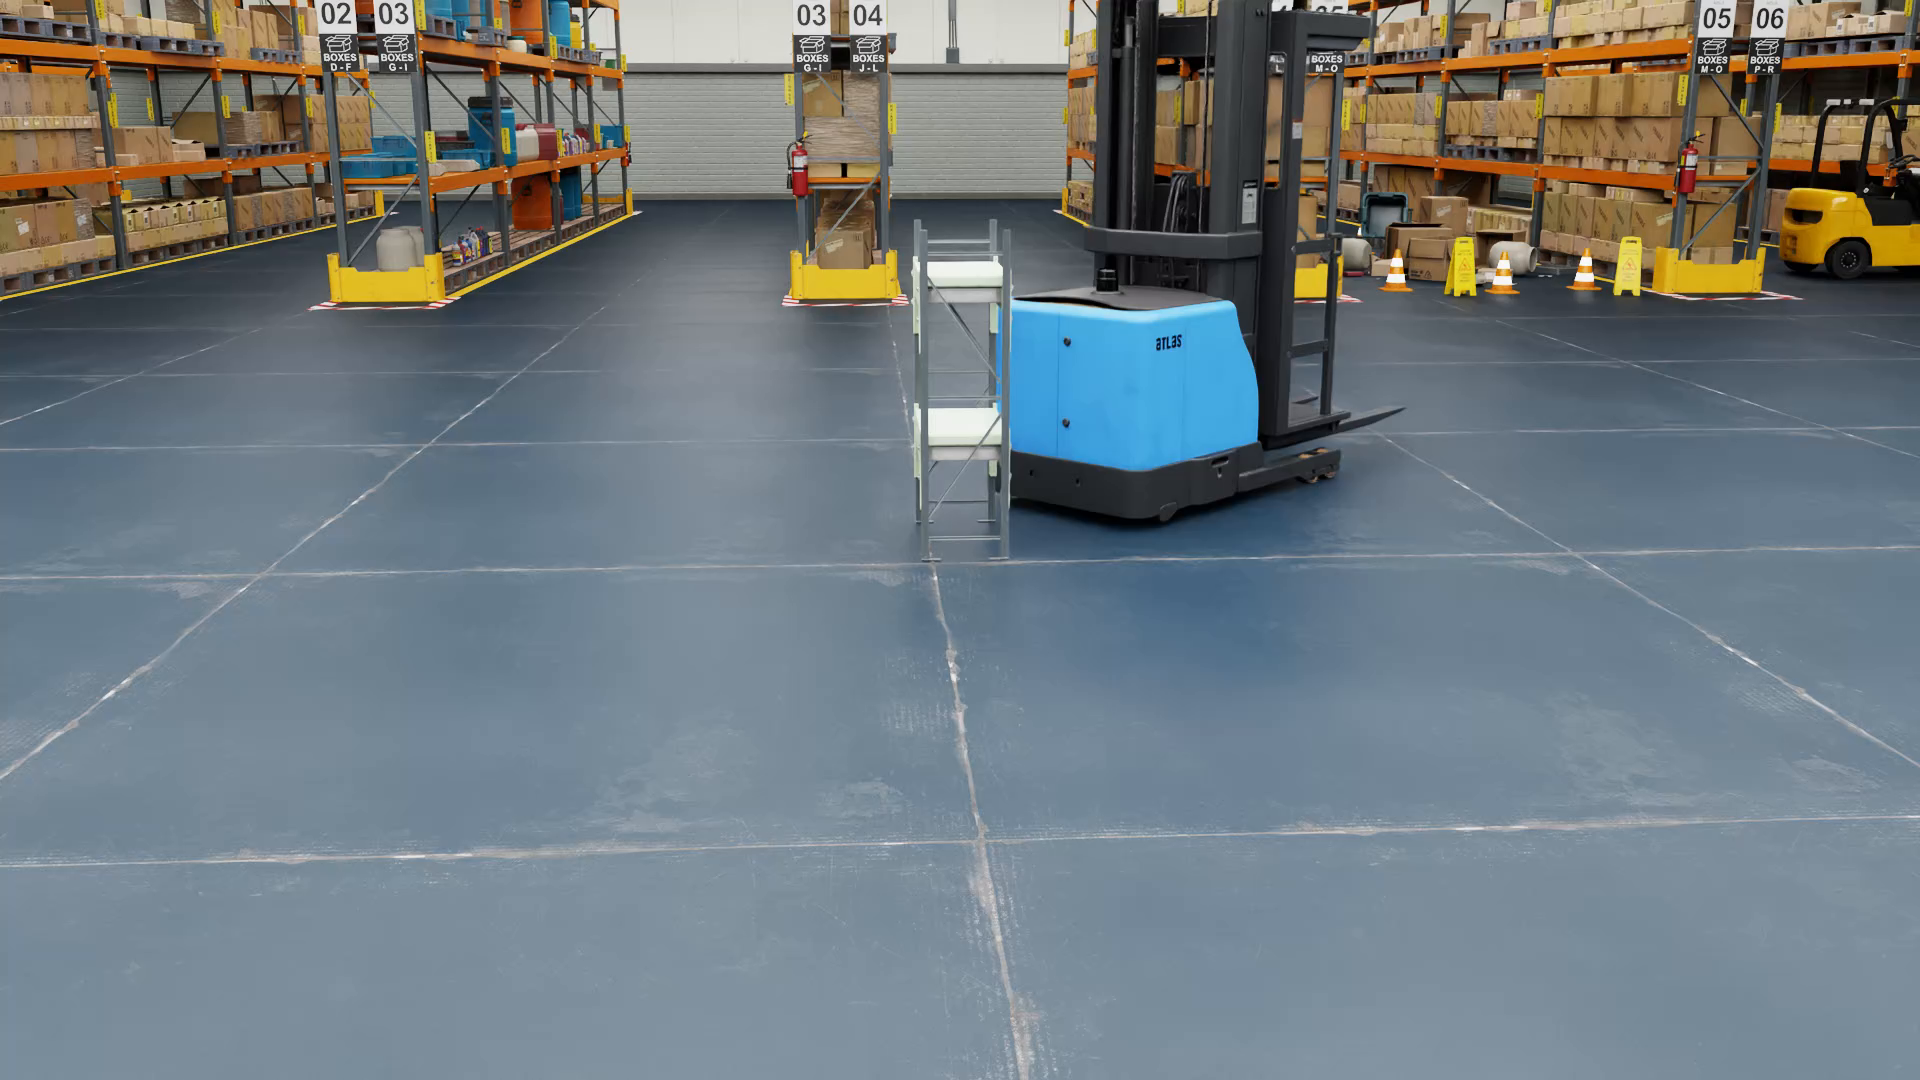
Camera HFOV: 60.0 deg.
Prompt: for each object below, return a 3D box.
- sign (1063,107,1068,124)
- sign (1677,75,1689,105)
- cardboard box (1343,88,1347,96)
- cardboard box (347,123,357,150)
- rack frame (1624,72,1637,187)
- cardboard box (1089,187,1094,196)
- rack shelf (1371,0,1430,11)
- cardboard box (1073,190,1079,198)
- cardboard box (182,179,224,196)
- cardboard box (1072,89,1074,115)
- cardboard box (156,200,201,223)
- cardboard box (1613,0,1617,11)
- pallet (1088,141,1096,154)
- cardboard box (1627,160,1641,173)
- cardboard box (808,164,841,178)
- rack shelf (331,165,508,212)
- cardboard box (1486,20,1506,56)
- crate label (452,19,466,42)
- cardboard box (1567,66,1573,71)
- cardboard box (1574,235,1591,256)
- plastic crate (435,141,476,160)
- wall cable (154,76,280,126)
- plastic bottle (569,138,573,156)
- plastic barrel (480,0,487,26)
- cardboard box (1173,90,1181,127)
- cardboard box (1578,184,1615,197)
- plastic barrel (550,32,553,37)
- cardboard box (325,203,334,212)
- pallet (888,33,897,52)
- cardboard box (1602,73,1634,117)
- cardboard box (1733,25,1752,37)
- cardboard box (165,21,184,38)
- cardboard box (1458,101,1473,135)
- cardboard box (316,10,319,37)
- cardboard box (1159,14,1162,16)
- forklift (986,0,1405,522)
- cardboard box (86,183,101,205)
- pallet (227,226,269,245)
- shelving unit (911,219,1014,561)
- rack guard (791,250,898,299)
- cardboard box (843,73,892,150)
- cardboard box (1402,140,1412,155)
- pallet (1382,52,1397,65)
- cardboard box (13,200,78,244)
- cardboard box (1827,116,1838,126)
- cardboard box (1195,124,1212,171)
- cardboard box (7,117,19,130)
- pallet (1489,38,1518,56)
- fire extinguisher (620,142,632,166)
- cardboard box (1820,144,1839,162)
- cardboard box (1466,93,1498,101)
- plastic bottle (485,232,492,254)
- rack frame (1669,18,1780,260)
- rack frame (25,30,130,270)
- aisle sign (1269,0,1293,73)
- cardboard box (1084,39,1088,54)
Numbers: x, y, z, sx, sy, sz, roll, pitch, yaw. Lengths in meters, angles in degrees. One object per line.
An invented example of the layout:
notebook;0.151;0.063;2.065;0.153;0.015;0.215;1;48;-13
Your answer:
sign;2.141;-8.591;33.658;0.100;0.325;0.005;-1;14;-3
sign;8.053;-5.012;18.530;0.100;0.325;0.005;-1;14;-3
cardboard box;7.512;-8.524;31.627;0.380;0.149;0.250;-1;14;-5
cardboard box;-11.801;-7.665;31.595;0.500;0.500;0.500;-1;14;-3
rack frame;12.819;-7.364;30.628;1.000;3.000;0.127;-1;14;-3
cardboard box;2.593;-6.443;30.734;0.380;0.149;0.250;-1;14;-3
rack shelf;7.989;-9.153;27.786;1.077;0.370;4.000;-1;14;-3
cardboard box;2.430;-6.818;32.789;0.380;0.149;0.250;0;14;-2
cardboard box;-11.966;-5.595;26.382;0.500;0.250;0.500;0;14;-1
cardboard box;2.483;-8.615;32.687;0.500;0.500;0.500;0;14;-2
cardboard box;-11.321;-4.749;24.014;0.500;0.311;0.500;-1;14;-4
cardboard box;8.233;-6.546;20.330;0.380;0.149;0.250;-1;14;-2
pallet;2.833;-6.900;29.209;1.003;0.211;1.213;-1;14;-3
cardboard box;8.204;-4.459;19.842;0.380;0.149;0.250;-1;14;-2
cardboard box;-1.507;-4.095;18.427;0.380;0.149;0.250;-1;14;-3
rack shelf;-6.350;-4.222;19.859;1.077;0.370;4.000;-1;14;-3
cardboard box;8.235;-7.416;24.601;0.797;0.503;0.637;-1;14;-3
crate label;-6.013;-5.924;19.310;0.502;0.251;0.408;-1;14;-3
cardboard box;12.312;-9.415;33.082;0.380;0.149;0.250;-1;14;-2
cardboard box;8.207;-3.753;21.270;0.500;0.250;0.500;-1;14;-4
plastic crate;-6.569;-4.905;21.196;0.767;0.338;0.504;-1;14;-3
wall cable;-17.099;-10.713;37.835;3.097;2.526;0.112;-1;14;-3
plastic bottle;-6.486;-6.543;27.672;0.061;0.283;0.133;-1;14;-3
plastic barrel;-6.803;-7.211;23.009;0.600;0.901;0.708;-1;14;-3
cardboard box;3.356;-5.979;23.039;0.700;0.500;0.500;-1;14;-4
cardboard box;8.128;-4.468;21.242;0.380;0.149;0.250;0;14;0
plastic barrel;-6.558;-7.910;26.200;0.294;0.245;0.294;0;14;0
cardboard box;-11.788;-6.145;30.694;0.380;0.166;0.250;-1;14;-3
pallet;-1.463;-6.661;22.252;1.213;0.211;1.003;-1;14;-3
cardboard box;8.200;-5.354;20.011;0.700;0.500;0.500;-1;14;-4
cardboard box;8.912;-5.721;18.725;0.380;0.149;0.250;-1;14;-3
cardboard box;-11.531;-7.328;23.927;0.500;0.250;0.500;0;14;-2
cardboard box;7.949;-6.443;25.406;0.500;0.500;0.500;0;14;-1
cardboard box;-11.909;-9.338;30.073;0.700;0.500;0.500;-1;14;-3
cardboard box;3.066;-7.416;23.945;0.500;0.311;0.500;-1;14;-4
forklift;1.503;-1.808;9.169;1.130;2.935;3.031;13;19;41
cardboard box;-16.931;-6.595;31.812;0.700;0.500;0.500;-1;14;-4
pallet;-11.675;-4.823;26.346;1.003;0.211;1.213;-1;14;-3
shelving unit;0.000;-0.725;7.833;0.431;1.500;0.755;-1;14;-3
rack guard;-1.288;-2.958;18.518;1.175;0.500;0.348;-1;14;-3
cardboard box;-1.440;-5.838;22.649;1.000;1.000;1.000;-1;14;-3
cardboard box;7.760;-6.593;27.933;0.500;0.250;0.500;-1;14;-4
pallet;7.971;-8.419;29.094;0.805;0.209;1.217;-1;15;-6
cardboard box;-11.117;-3.866;20.203;0.500;0.500;0.500;-1;14;-3
cardboard box;12.963;-6.136;24.352;0.380;0.149;0.250;-1;14;-3
cardboard box;3.433;-4.904;20.765;0.875;0.550;0.550;-1;14;-3
cardboard box;-11.062;-4.781;19.086;0.380;0.149;0.250;-1;14;-4
pallet;8.361;-7.072;23.849;1.213;0.211;1.003;-1;14;-3
fire extinguisher;-6.773;-7.878;33.531;0.296;0.674;0.183;-1;14;-3
cardboard box;12.985;-5.672;24.353;0.500;0.250;0.500;-1;14;-3
cardboard box;8.326;-6.951;26.815;0.500;0.500;0.500;-1;14;-5
plastic bottle;-6.115;-3.851;21.541;0.061;0.283;0.133;0;14;-1
rack frame;8.608;-4.302;18.728;1.000;3.000;0.127;-1;14;-3
rack frame;-11.418;-4.992;21.409;1.000;3.000;0.127;-1;14;-3
aisle sign;3.379;-5.437;17.923;0.394;0.787;0.004;-1;14;-3
cardboard box;2.590;-9.177;30.953;0.500;0.250;0.500;0;14;-1
